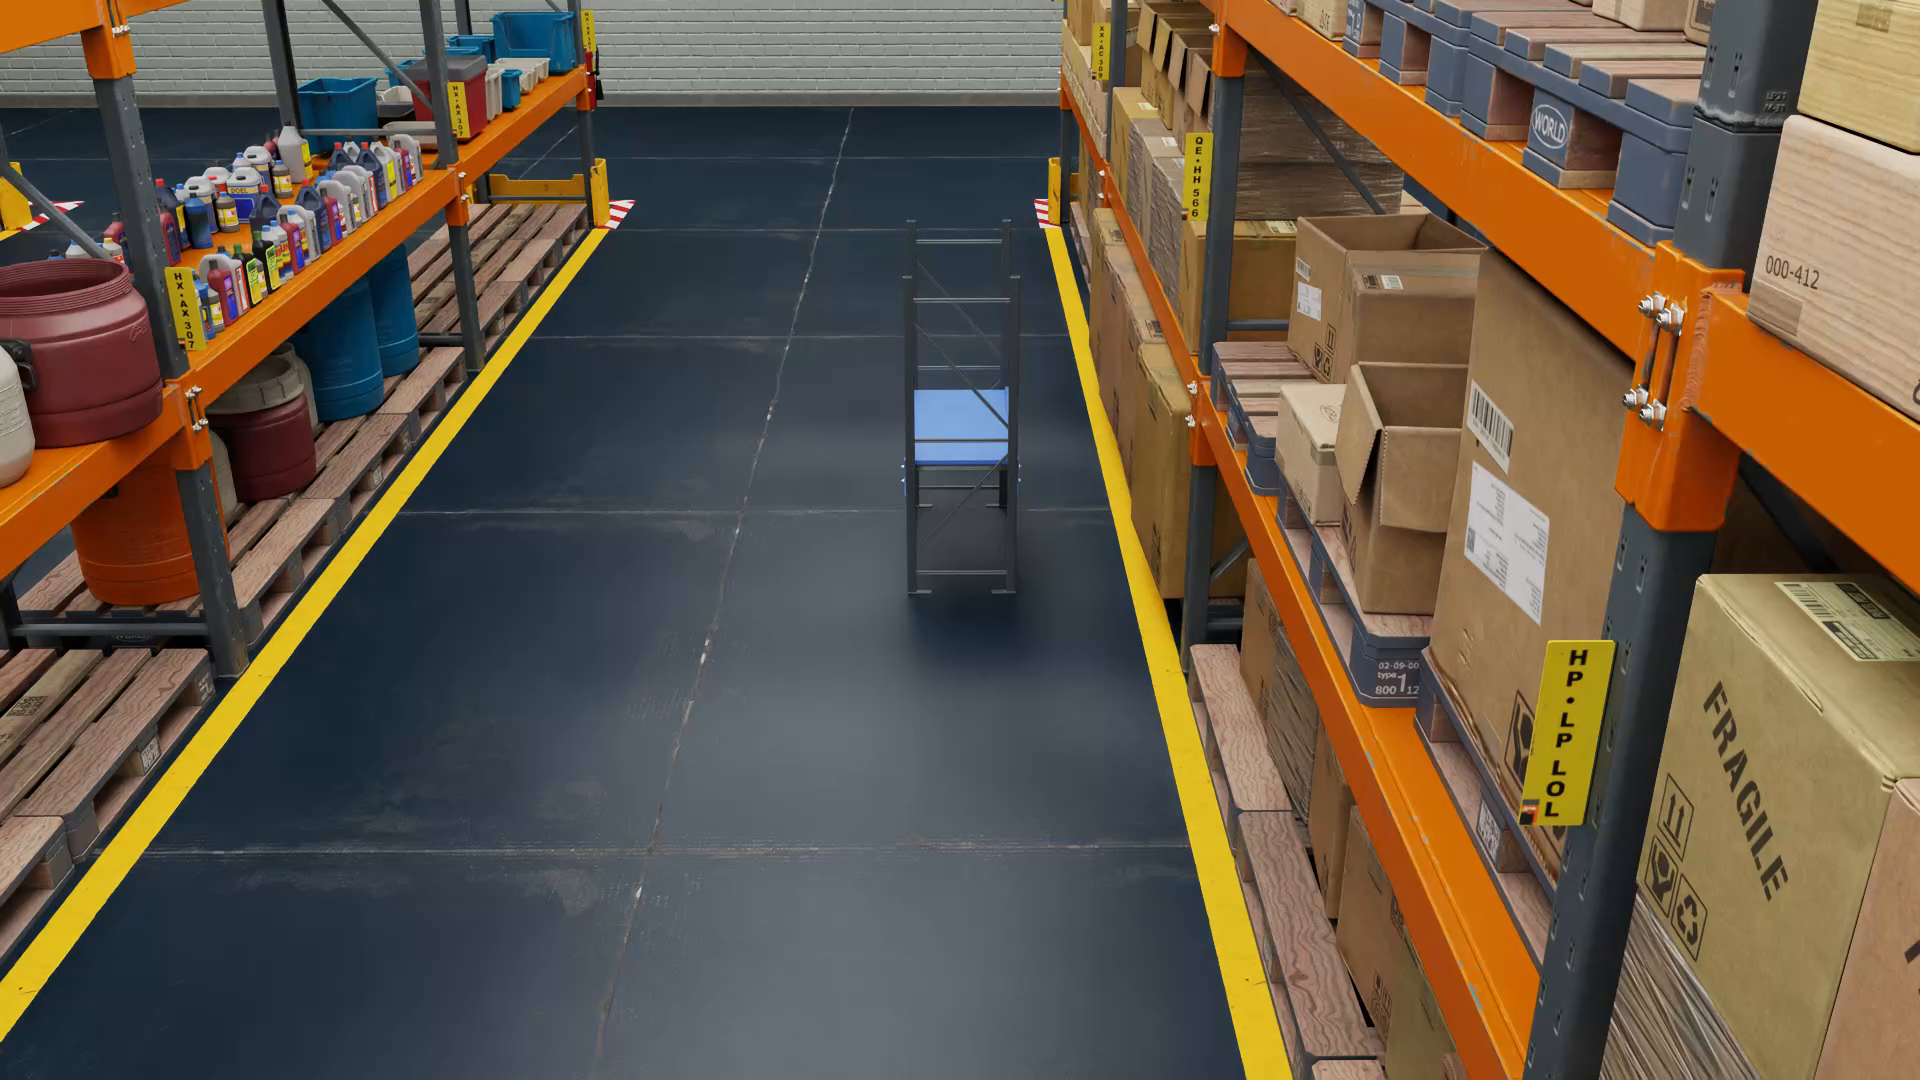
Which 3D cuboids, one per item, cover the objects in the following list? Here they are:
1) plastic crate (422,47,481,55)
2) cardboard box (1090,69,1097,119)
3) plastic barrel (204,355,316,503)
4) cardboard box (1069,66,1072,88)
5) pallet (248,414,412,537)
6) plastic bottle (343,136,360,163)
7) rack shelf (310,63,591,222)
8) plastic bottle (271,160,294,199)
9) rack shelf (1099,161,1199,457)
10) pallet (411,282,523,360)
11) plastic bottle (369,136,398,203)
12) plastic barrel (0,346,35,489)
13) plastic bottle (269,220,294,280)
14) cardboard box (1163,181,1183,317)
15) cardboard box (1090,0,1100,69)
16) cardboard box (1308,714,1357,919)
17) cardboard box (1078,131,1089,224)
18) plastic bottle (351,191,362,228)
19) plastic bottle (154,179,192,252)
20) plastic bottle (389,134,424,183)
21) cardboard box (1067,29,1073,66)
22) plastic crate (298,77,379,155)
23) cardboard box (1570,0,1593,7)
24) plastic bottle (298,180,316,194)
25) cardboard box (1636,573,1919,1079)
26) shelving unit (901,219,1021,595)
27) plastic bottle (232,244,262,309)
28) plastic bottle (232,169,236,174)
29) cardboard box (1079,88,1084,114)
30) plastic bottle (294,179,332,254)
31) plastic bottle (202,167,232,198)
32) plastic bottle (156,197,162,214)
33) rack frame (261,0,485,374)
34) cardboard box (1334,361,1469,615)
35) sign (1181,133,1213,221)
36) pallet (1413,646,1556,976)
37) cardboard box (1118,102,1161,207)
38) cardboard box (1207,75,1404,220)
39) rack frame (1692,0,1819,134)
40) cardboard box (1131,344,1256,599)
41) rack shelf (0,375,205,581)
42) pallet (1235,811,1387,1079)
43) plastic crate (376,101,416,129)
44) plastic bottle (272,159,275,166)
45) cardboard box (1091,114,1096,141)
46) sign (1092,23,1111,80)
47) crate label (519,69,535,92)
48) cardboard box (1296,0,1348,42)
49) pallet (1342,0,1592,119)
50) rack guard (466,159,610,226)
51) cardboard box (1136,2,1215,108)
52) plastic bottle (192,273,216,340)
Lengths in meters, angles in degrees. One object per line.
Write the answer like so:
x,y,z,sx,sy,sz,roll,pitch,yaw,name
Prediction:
-3.922,-3.677,12.870,0.416,0.233,0.300,0,24,-1,plastic crate
1.119,-2.935,10.921,0.500,0.250,0.500,0,24,1,cardboard box
-3.550,-0.563,8.272,0.600,0.588,0.708,0,24,-1,plastic barrel
1.036,-3.542,12.745,0.380,0.149,0.250,-1,24,-1,cardboard box
-3.576,-0.359,8.788,1.003,0.211,1.213,0,24,-1,pallet
-3.366,-2.051,9.206,0.144,0.351,0.185,0,24,-1,plastic bottle
-3.581,-2.948,12.002,1.077,0.370,4.000,0,24,-1,rack shelf
-3.806,-2.026,9.331,0.097,0.201,0.097,0,24,0,plastic bottle
1.416,-1.322,8.407,1.077,0.370,4.000,0,24,-1,rack shelf
-3.606,-1.484,11.275,1.003,0.211,1.213,0,24,-1,pallet
-3.221,-2.052,9.207,0.144,0.351,0.185,0,24,-1,plastic bottle
-3.290,-0.432,5.429,0.421,0.512,0.421,0,24,0,plastic barrel
-3.181,-1.353,7.759,0.097,0.271,0.097,0,24,0,plastic bottle
1.185,-1.279,7.317,0.500,0.500,0.500,0,24,-1,cardboard box
1.120,-3.278,10.768,0.500,0.500,0.500,0,24,0,cardboard box
1.497,0.851,5.229,0.700,0.500,0.500,2,24,4,cardboard box
1.437,-3.082,13.494,0.875,0.875,0.875,0,24,-1,cardboard box
-3.192,-1.739,8.696,0.097,0.201,0.097,0,24,0,plastic bottle
-3.922,-1.614,8.238,0.144,0.351,0.185,0,24,-1,plastic bottle
-3.231,-2.234,9.701,0.152,0.276,0.135,0,24,-1,plastic bottle
1.098,-3.776,12.781,0.500,0.250,0.500,-1,24,-1,cardboard box
-3.905,-2.663,10.444,0.392,0.384,0.575,0,24,-1,plastic crate
1.564,-1.365,3.353,0.797,0.503,0.637,1,24,2,cardboard box
-3.342,-1.715,8.557,0.097,0.271,0.097,0,24,0,plastic bottle
1.232,0.372,2.091,0.500,0.500,0.500,0,24,-1,cardboard box
0.001,-0.648,7.863,0.538,1.500,1.048,0,24,-1,shelving unit
-3.157,-1.176,7.352,0.061,0.283,0.133,0,24,-1,plastic bottle
-3.956,-1.930,9.119,0.097,0.201,0.097,0,24,0,plastic bottle
1.047,-3.118,11.810,0.380,0.149,0.250,0,24,0,cardboard box
-3.209,-1.598,8.204,0.144,0.351,0.185,0,24,-1,plastic bottle
-3.925,-1.821,8.788,0.152,0.276,0.135,0,24,-1,plastic bottle
-3.901,-1.518,8.107,0.061,0.283,0.133,0,24,-1,plastic bottle
-3.559,-2.452,10.031,1.000,3.000,0.127,0,24,-1,rack frame
1.370,-0.130,4.262,0.797,0.503,0.637,2,24,5,cardboard box
0.883,-1.350,6.189,0.100,0.325,0.005,0,24,-1,sign
1.618,0.594,3.529,1.003,0.211,1.213,0,24,-1,pallet
1.155,-2.122,9.180,0.500,0.500,0.500,0,24,0,cardboard box
1.446,-1.630,6.875,0.797,0.503,0.637,1,24,1,cardboard box
1.481,-1.911,1.555,1.000,3.000,0.127,0,24,-1,rack frame
1.451,-0.334,7.416,1.225,0.875,0.875,-1,24,-3,cardboard box
-3.493,0.348,4.713,1.077,0.370,4.000,0,24,-1,rack shelf
1.455,1.268,5.190,1.003,0.211,1.213,0,24,-1,pallet
-3.840,-2.814,11.093,0.437,0.125,0.590,0,24,-1,plastic crate
-3.960,-2.106,9.507,0.097,0.201,0.097,0,24,0,plastic bottle
1.057,-2.696,10.875,0.380,0.149,0.250,-1,24,-1,cardboard box
0.839,-2.902,9.879,0.100,0.325,0.005,0,24,-1,sign
-3.396,-3.438,12.459,0.396,0.136,0.243,0,24,-1,crate label
1.209,-1.506,4.482,0.500,0.250,0.500,0,24,1,cardboard box
1.567,-1.141,3.721,1.213,0.211,1.003,0,24,-1,pallet
-3.616,-2.971,14.212,1.175,0.500,0.348,0,24,-1,rack guard
1.409,-2.714,9.271,0.797,0.503,0.637,-1,24,-2,cardboard box
-3.170,-0.973,6.917,0.097,0.271,0.097,0,24,0,plastic bottle
